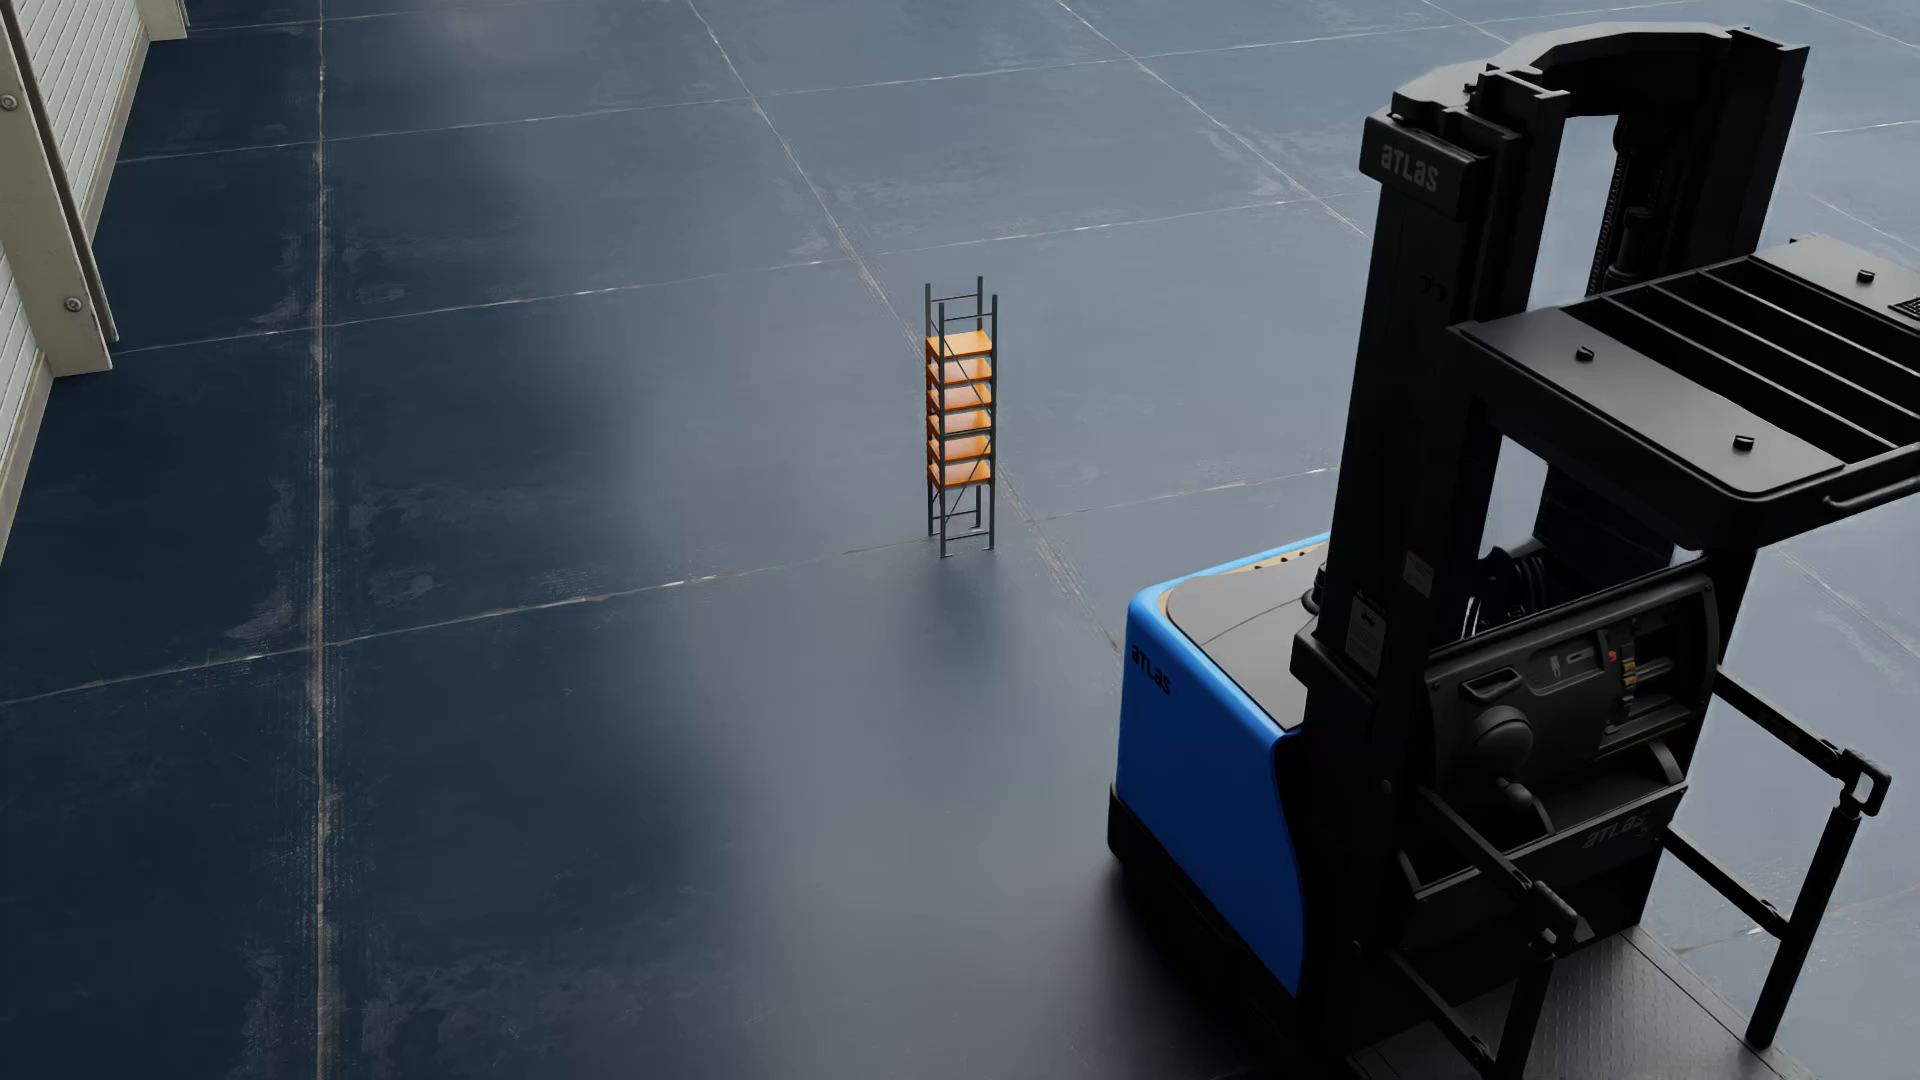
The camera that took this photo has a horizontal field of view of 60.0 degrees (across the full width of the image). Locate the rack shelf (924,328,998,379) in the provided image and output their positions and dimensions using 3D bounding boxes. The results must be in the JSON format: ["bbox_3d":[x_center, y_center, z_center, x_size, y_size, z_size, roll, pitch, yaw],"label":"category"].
[{"bbox_3d":[0.004,-0.756,6.734,0.258,0.103,0.180,-10,35,-15],"label":"rack shelf"}]

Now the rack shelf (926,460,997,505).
[{"bbox_3d":[0.004,-0.256,7.065,0.258,0.103,0.180,-10,35,-15],"label":"rack shelf"}]

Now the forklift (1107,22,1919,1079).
[{"bbox_3d":[1.611,0.436,3.931,1.130,2.935,3.031,-16,37,-22],"label":"forklift"}]

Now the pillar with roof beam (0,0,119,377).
[{"bbox_3d":[-0.486,-5.435,7.312,9.100,9.000,0.400,-10,35,-15],"label":"pillar with roof beam"}]

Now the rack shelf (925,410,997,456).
[{"bbox_3d":[0.004,-0.456,6.932,0.258,0.103,0.180,-10,35,-15],"label":"rack shelf"}]

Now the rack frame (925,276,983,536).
[{"bbox_3d":[-0.023,-0.541,6.980,0.240,1.200,0.006,-10,35,-15],"label":"rack frame"}]

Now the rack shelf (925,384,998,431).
[{"bbox_3d":[0.004,-0.556,6.866,0.258,0.103,0.180,-10,35,-15],"label":"rack shelf"}]

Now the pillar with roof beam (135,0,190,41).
[{"bbox_3d":[-2.316,-8.585,12.079,9.100,9.000,0.400,-10,35,-15],"label":"pillar with roof beam"}]

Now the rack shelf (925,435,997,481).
[{"bbox_3d":[0.004,-0.356,6.998,0.258,0.103,0.180,-10,35,-15],"label":"rack shelf"}]

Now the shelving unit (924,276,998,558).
[{"bbox_3d":[0.004,-0.493,6.908,0.258,1.200,0.189,-10,35,-15],"label":"shelving unit"}]

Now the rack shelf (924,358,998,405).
[{"bbox_3d":[0.004,-0.656,6.800,0.258,0.103,0.180,-10,35,-15],"label":"rack shelf"}]

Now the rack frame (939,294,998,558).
[{"bbox_3d":[0.032,-0.445,6.835,0.240,1.200,0.006,-10,35,-15],"label":"rack frame"}]
